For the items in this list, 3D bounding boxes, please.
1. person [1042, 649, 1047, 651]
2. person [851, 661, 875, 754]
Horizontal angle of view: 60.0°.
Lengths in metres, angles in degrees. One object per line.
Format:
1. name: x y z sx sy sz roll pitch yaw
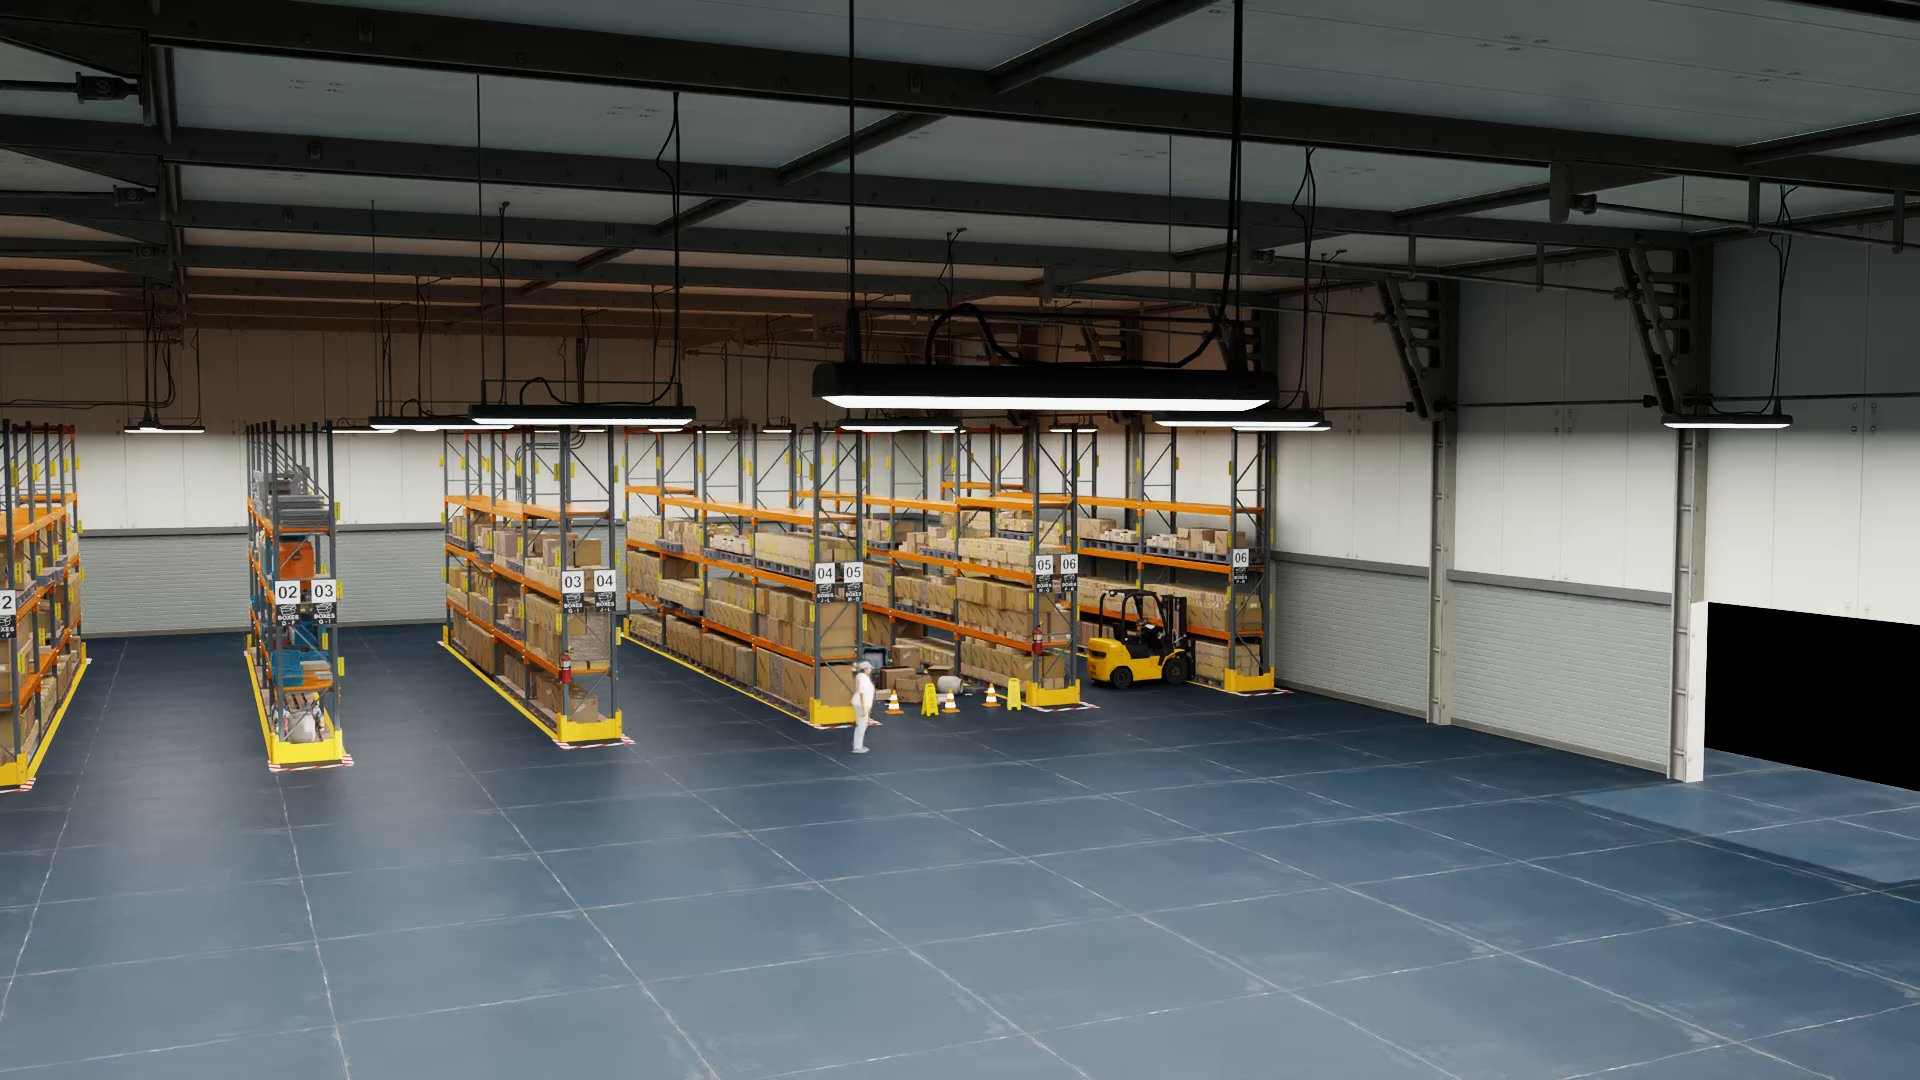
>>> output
1. person: 1.926 2.373 40.491 0.656 1.635 0.854 -3 5 -44
2. person: -1.752 3.018 30.103 0.429 1.663 0.580 -1 4 -10
